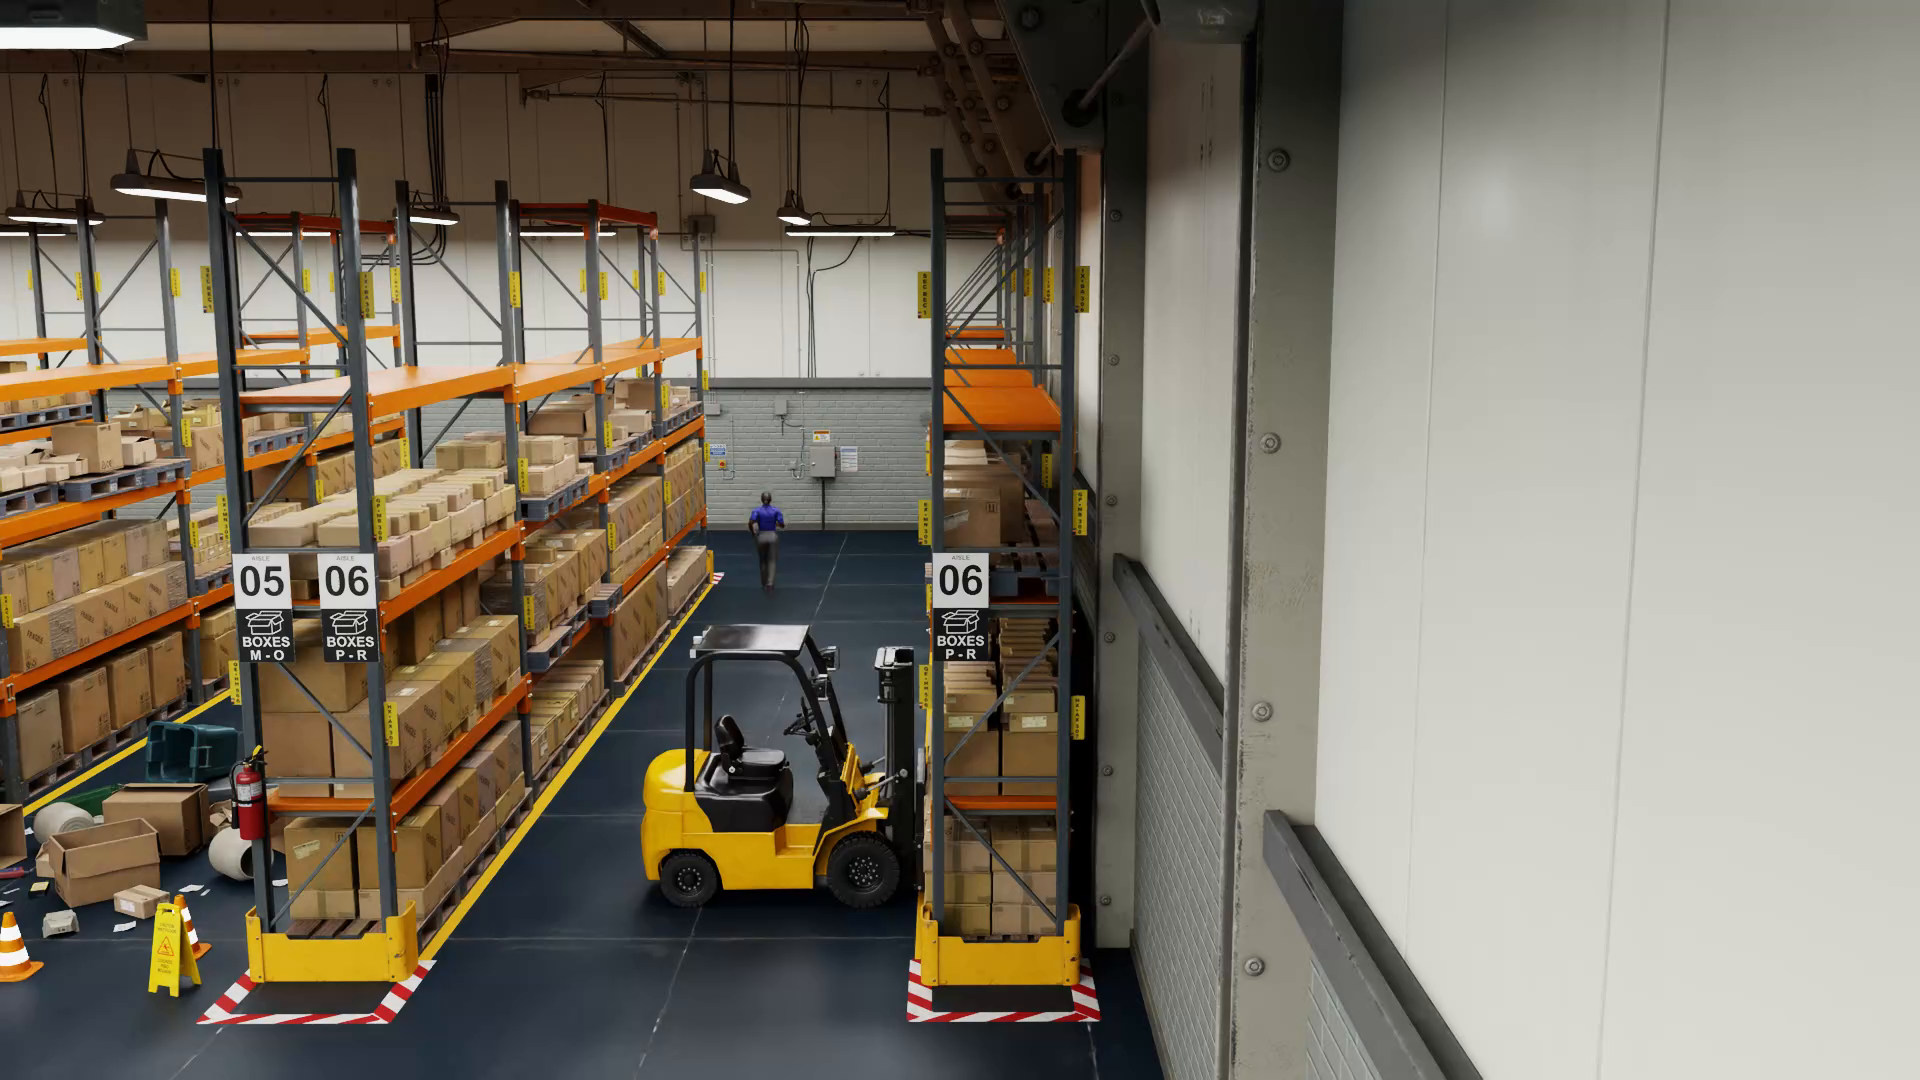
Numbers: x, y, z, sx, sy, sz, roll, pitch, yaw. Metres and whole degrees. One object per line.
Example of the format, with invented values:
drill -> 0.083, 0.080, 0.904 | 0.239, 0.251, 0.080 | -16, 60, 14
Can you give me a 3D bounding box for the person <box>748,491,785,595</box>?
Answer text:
person -> -3.038, 0.044, 26.210 | 0.579, 1.652, 0.903 | -1, 9, -5
